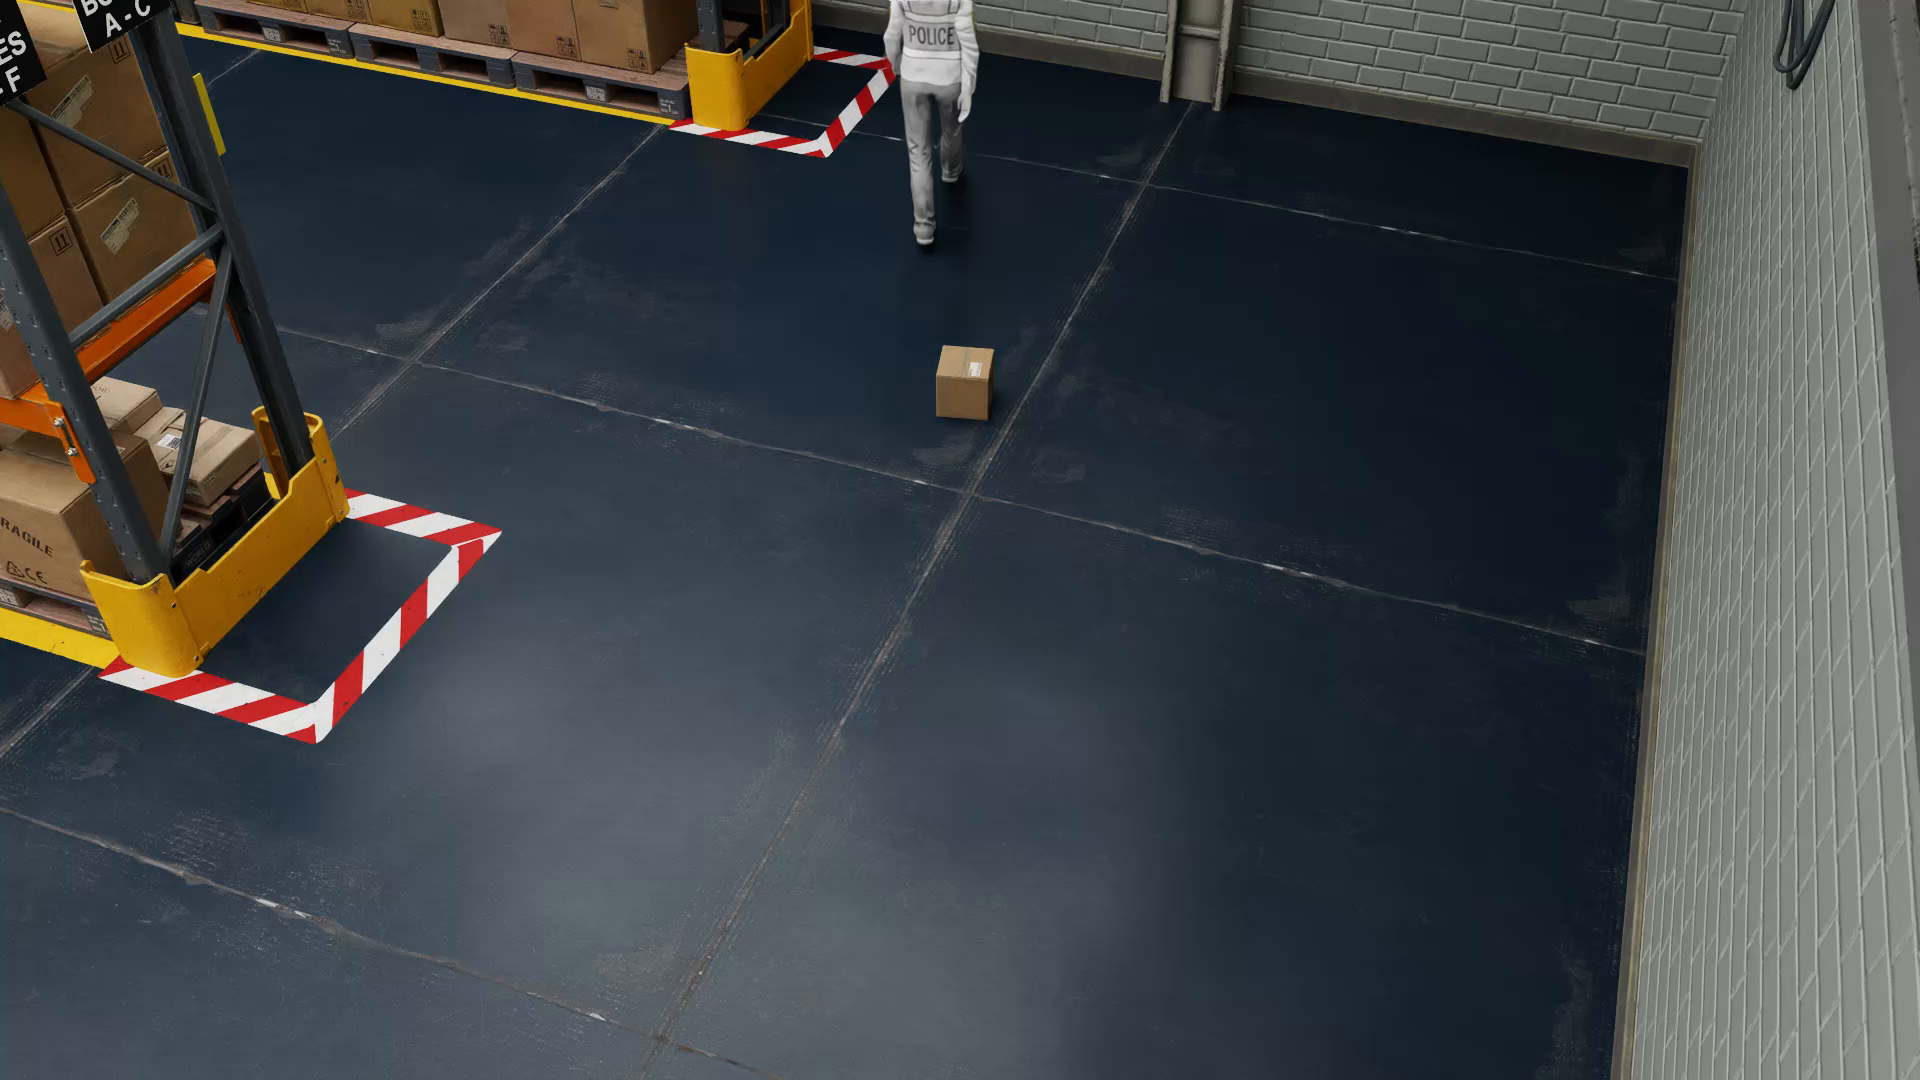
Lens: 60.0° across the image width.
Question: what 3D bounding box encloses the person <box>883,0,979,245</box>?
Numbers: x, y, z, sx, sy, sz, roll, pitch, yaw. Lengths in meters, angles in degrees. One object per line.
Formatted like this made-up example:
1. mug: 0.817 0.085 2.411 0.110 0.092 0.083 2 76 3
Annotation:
1. person: -0.152 -2.522 8.958 0.513 1.623 1.004 1 42 1
